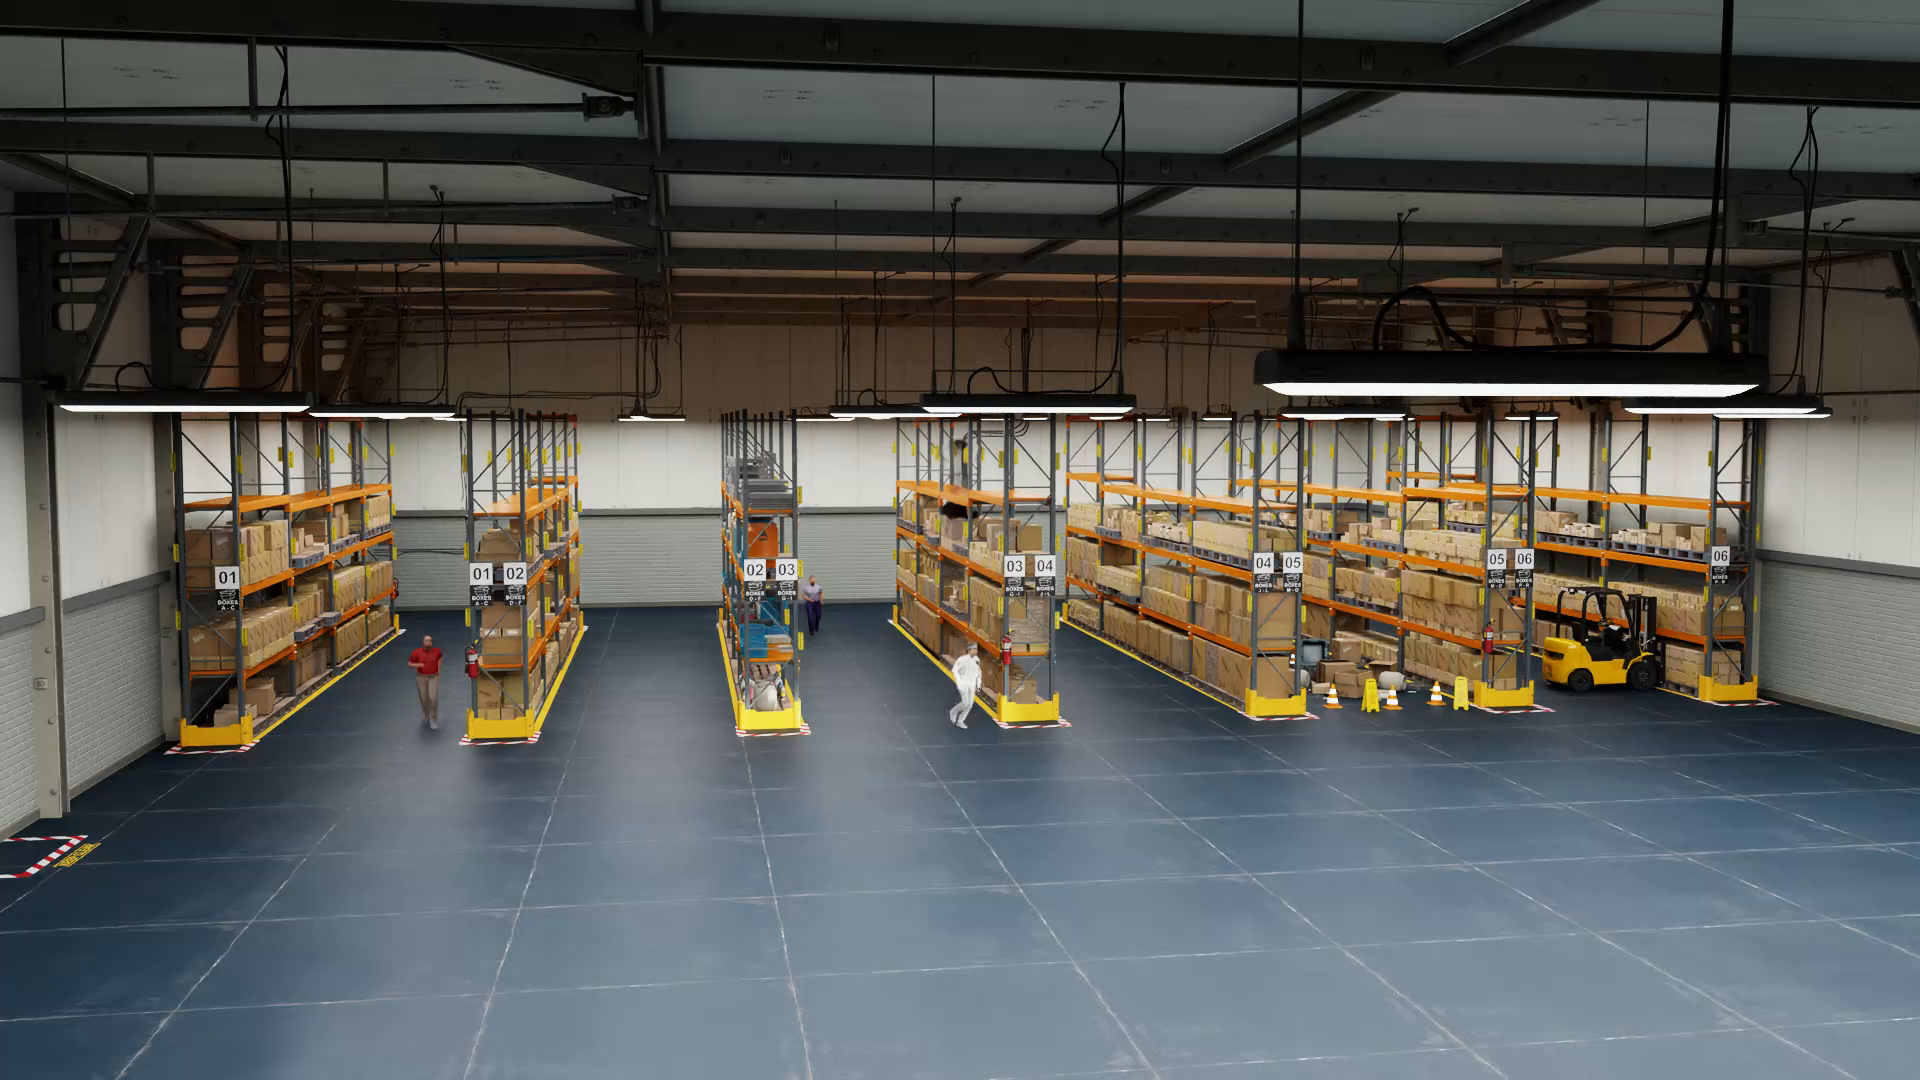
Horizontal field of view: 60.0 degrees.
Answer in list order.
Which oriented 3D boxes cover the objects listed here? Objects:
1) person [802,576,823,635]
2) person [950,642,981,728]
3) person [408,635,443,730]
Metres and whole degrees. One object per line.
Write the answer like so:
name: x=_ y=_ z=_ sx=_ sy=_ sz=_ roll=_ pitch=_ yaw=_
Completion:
person: x=-3.977 y=1.780 z=45.100 sx=0.583 sy=1.608 sz=0.539 roll=-1 pitch=4 yaw=-15
person: x=0.124 y=2.725 z=31.451 sx=0.624 sy=1.632 sz=0.502 roll=-3 pitch=5 yaw=-33
person: x=-10.084 y=2.683 z=31.410 sx=0.631 sy=1.793 sz=0.830 roll=-1 pitch=4 yaw=-19
